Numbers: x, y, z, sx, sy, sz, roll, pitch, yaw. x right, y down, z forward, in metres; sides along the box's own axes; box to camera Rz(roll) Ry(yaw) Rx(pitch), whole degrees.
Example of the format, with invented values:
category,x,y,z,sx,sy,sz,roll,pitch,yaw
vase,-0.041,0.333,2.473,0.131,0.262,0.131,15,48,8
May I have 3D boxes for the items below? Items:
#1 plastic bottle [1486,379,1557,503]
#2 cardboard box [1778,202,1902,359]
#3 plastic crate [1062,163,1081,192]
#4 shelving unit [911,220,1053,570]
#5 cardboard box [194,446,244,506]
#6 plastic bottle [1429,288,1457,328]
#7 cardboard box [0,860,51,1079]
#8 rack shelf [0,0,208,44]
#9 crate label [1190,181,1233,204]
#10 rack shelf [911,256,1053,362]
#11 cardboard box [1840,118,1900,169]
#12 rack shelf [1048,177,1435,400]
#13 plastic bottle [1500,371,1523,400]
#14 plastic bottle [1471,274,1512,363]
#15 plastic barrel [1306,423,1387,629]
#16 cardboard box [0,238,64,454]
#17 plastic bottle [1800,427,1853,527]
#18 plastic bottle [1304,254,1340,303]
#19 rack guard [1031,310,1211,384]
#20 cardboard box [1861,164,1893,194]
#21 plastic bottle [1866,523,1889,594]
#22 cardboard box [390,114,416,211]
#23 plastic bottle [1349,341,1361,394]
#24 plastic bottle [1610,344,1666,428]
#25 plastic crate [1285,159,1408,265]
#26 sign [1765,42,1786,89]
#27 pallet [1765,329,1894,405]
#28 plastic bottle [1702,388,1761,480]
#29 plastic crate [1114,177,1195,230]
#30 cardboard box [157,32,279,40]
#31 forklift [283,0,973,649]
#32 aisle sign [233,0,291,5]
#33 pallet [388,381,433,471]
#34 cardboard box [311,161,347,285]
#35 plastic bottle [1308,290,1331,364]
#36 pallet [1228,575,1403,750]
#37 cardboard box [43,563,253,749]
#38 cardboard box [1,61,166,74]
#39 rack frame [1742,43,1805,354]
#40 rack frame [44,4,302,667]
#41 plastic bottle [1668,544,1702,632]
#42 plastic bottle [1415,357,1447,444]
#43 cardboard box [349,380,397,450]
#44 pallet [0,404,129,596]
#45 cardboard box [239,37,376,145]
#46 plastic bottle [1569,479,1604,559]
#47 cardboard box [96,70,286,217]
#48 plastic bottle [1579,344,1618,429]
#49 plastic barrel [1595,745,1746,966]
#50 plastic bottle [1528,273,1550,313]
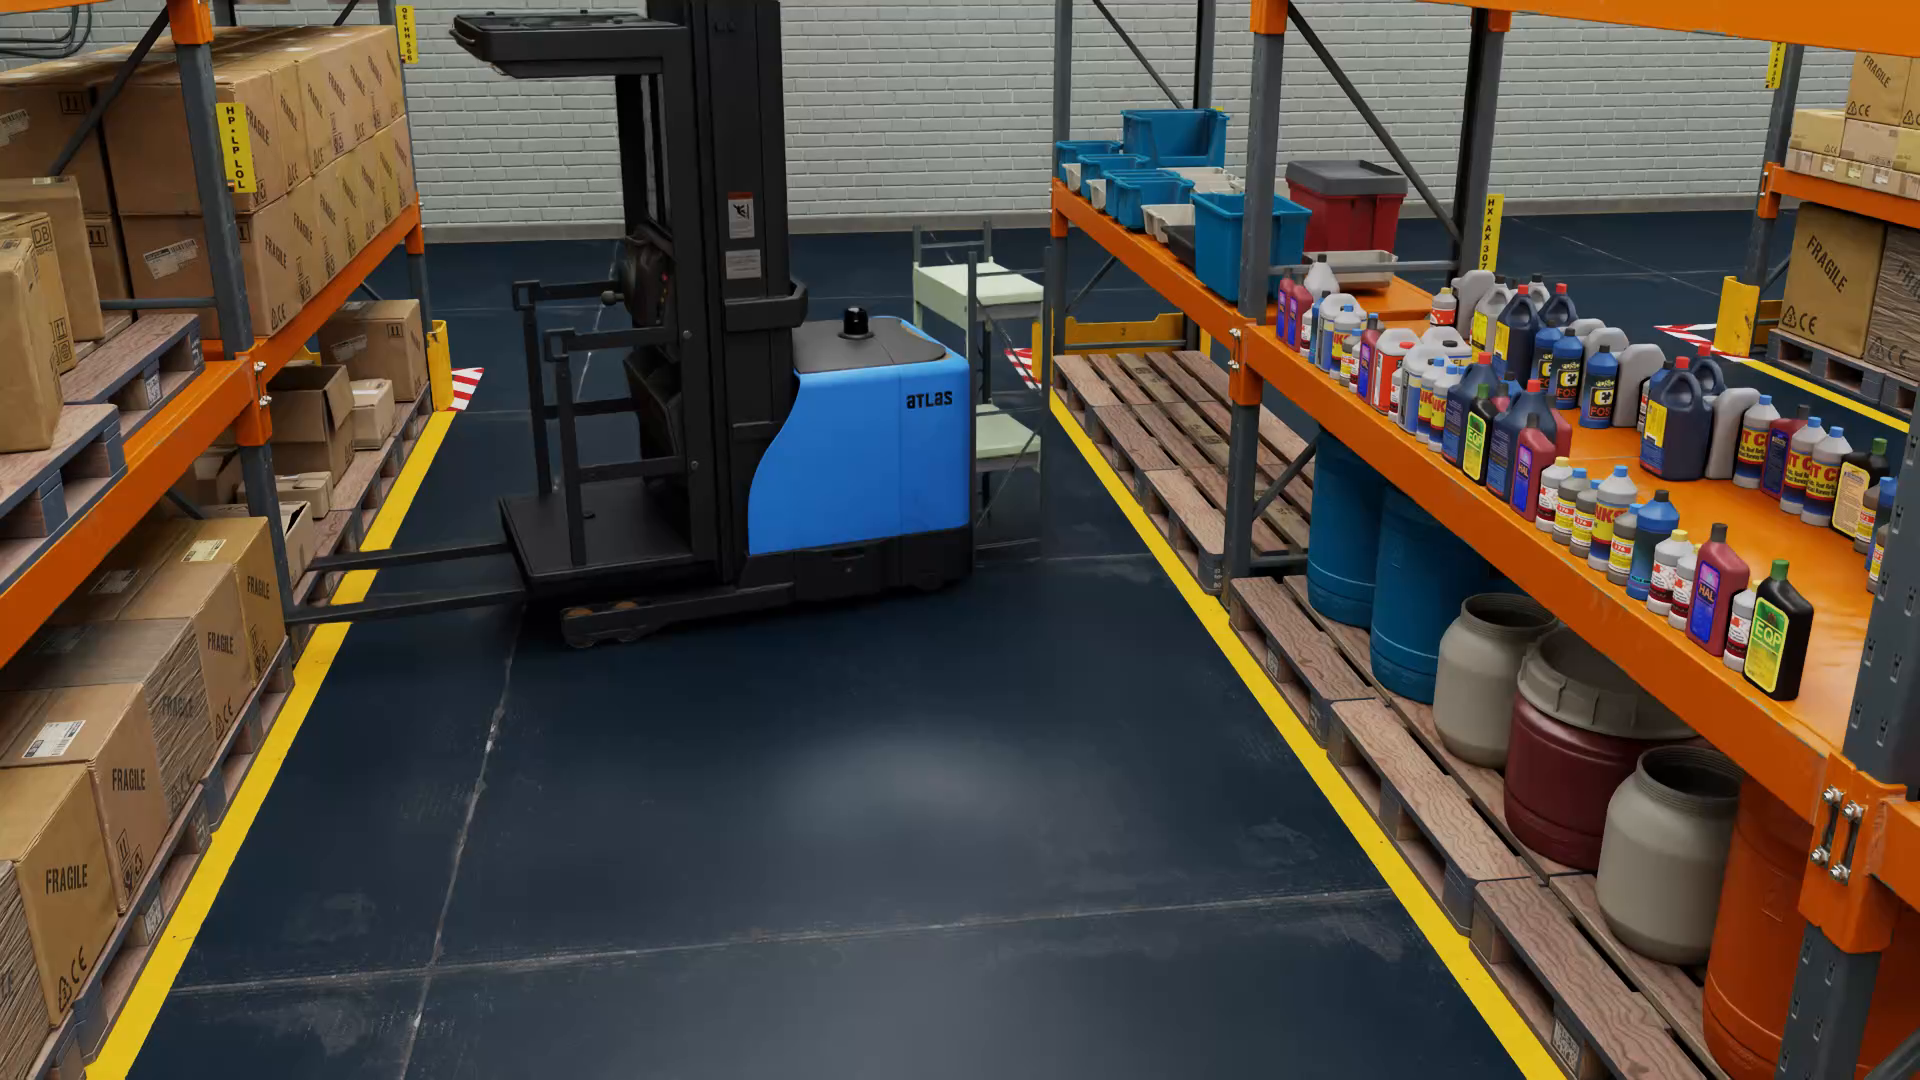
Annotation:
category,x,y,z,sx,sy,sz,roll,pitch,yaw
plastic bottle,1.621,-0.293,4.785,0.144,0.351,0.185,-3,21,-8
cardboard box,6.167,-1.748,11.047,0.875,0.875,0.875,-3,21,-8
plastic crate,0.769,-2.202,10.116,0.250,0.136,0.298,-3,21,-8
shelving unit,0.094,-0.708,7.968,0.431,1.500,0.755,-8,22,-20
cardboard box,-3.702,-0.270,7.867,0.500,0.311,0.500,-3,21,-8
plastic bottle,1.927,-0.904,6.633,0.097,0.201,0.097,0,20,0
cardboard box,-2.518,1.116,3.886,0.500,0.500,0.500,-4,21,-10
rack shelf,-2.943,-1.257,4.036,1.077,0.370,4.000,-3,21,-8
crate label,1.483,-1.950,9.441,0.396,0.136,0.243,-3,21,-8
rack shelf,0.094,-1.074,7.832,0.431,0.370,0.720,-8,22,-20
cardboard box,5.879,-2.474,10.343,0.500,0.250,0.500,-3,21,-8
rack shelf,1.383,-1.485,8.934,1.077,0.370,4.000,-3,21,-8
plastic bottle,1.688,-0.388,5.150,0.097,0.271,0.097,0,20,0
plastic bottle,1.985,-0.798,6.135,0.144,0.351,0.185,-3,21,-8
plastic barrel,1.733,-0.154,6.741,0.600,0.901,0.708,-3,21,-8
cardboard box,-2.915,-0.516,4.568,0.700,0.500,0.500,-8,22,-21
plastic bottle,2.396,-0.179,4.591,0.097,0.271,0.097,0,20,0
plastic bottle,1.407,-0.955,6.555,0.144,0.351,0.185,-3,21,-8
rack guard,1.078,-1.351,11.120,1.175,0.500,0.348,-3,21,-8
cardboard box,5.835,-2.240,10.285,0.380,0.149,0.250,-3,21,-9
plastic bottle,2.318,0.035,4.120,0.097,0.201,0.097,0,20,0
cardboard box,-3.474,-2.172,9.601,0.500,0.500,0.500,-2,21,-6
plastic bottle,1.431,-0.622,5.877,0.097,0.201,0.097,0,20,0
plastic bottle,2.226,-0.524,5.508,0.152,0.276,0.135,-3,21,-8
plastic crate,1.791,-1.510,7.794,0.402,0.464,0.583,-3,21,-8
sign,5.446,-3.181,11.096,0.100,0.325,0.005,-3,21,-8
pallet,6.188,-1.185,11.088,1.003,0.211,1.213,-3,21,-8
plastic bottle,2.305,-0.333,4.998,0.152,0.276,0.135,-3,21,-8
plastic crate,1.037,-1.803,8.909,0.416,0.233,0.300,-3,21,-8
cardboard box,-3.922,-2.434,8.874,0.500,0.500,0.500,-3,21,-7
forklift,-1.512,-1.126,7.041,3.031,2.935,1.130,-8,22,-20
aisle sign,-4.108,-3.493,9.565,0.394,0.787,0.004,-3,21,-8
pallet,-3.681,-0.657,9.675,1.003,0.211,1.213,-3,21,-8
cardboard box,-3.182,-1.469,7.719,0.500,0.500,0.500,-3,21,-8
plastic bottle,1.370,-0.802,6.261,0.097,0.271,0.097,0,20,0
pallet,1.741,0.446,6.721,1.003,0.211,1.213,-3,21,-8
cardboard box,-2.813,0.412,5.771,0.500,0.500,0.500,-3,21,-8
cardboard box,-3.637,-1.736,7.005,0.500,0.500,0.500,-3,21,-9
rack frame,5.996,-2.765,11.331,1.000,3.000,0.127,-3,21,-8
rack frame,-3.231,-0.881,6.289,1.000,3.000,0.127,-3,21,-8
plastic bottle,1.735,0.109,3.921,0.097,0.201,0.097,0,20,0
plastic bottle,1.517,-0.448,5.311,0.097,0.271,0.097,0,20,0
cardboard box,-3.378,-0.678,9.045,0.500,0.250,0.500,-3,21,-8
pallet,-2.939,-0.080,4.416,1.003,0.211,1.213,-3,21,-8
cardboard box,-3.318,-2.287,8.481,0.500,0.500,0.500,-2,21,-6
plastic bottle,1.665,-0.060,4.373,0.097,0.201,0.097,0,20,0
cardboard box,-3.021,-1.574,6.571,0.500,0.500,0.500,-2,21,-6
plastic bottle,2.105,-0.509,5.475,0.097,0.271,0.097,0,20,0
plastic barrel,1.991,0.864,4.570,0.421,0.512,0.421,0,20,0
plastic bottle,2.127,-0.805,6.155,0.144,0.351,0.185,-3,21,-8
